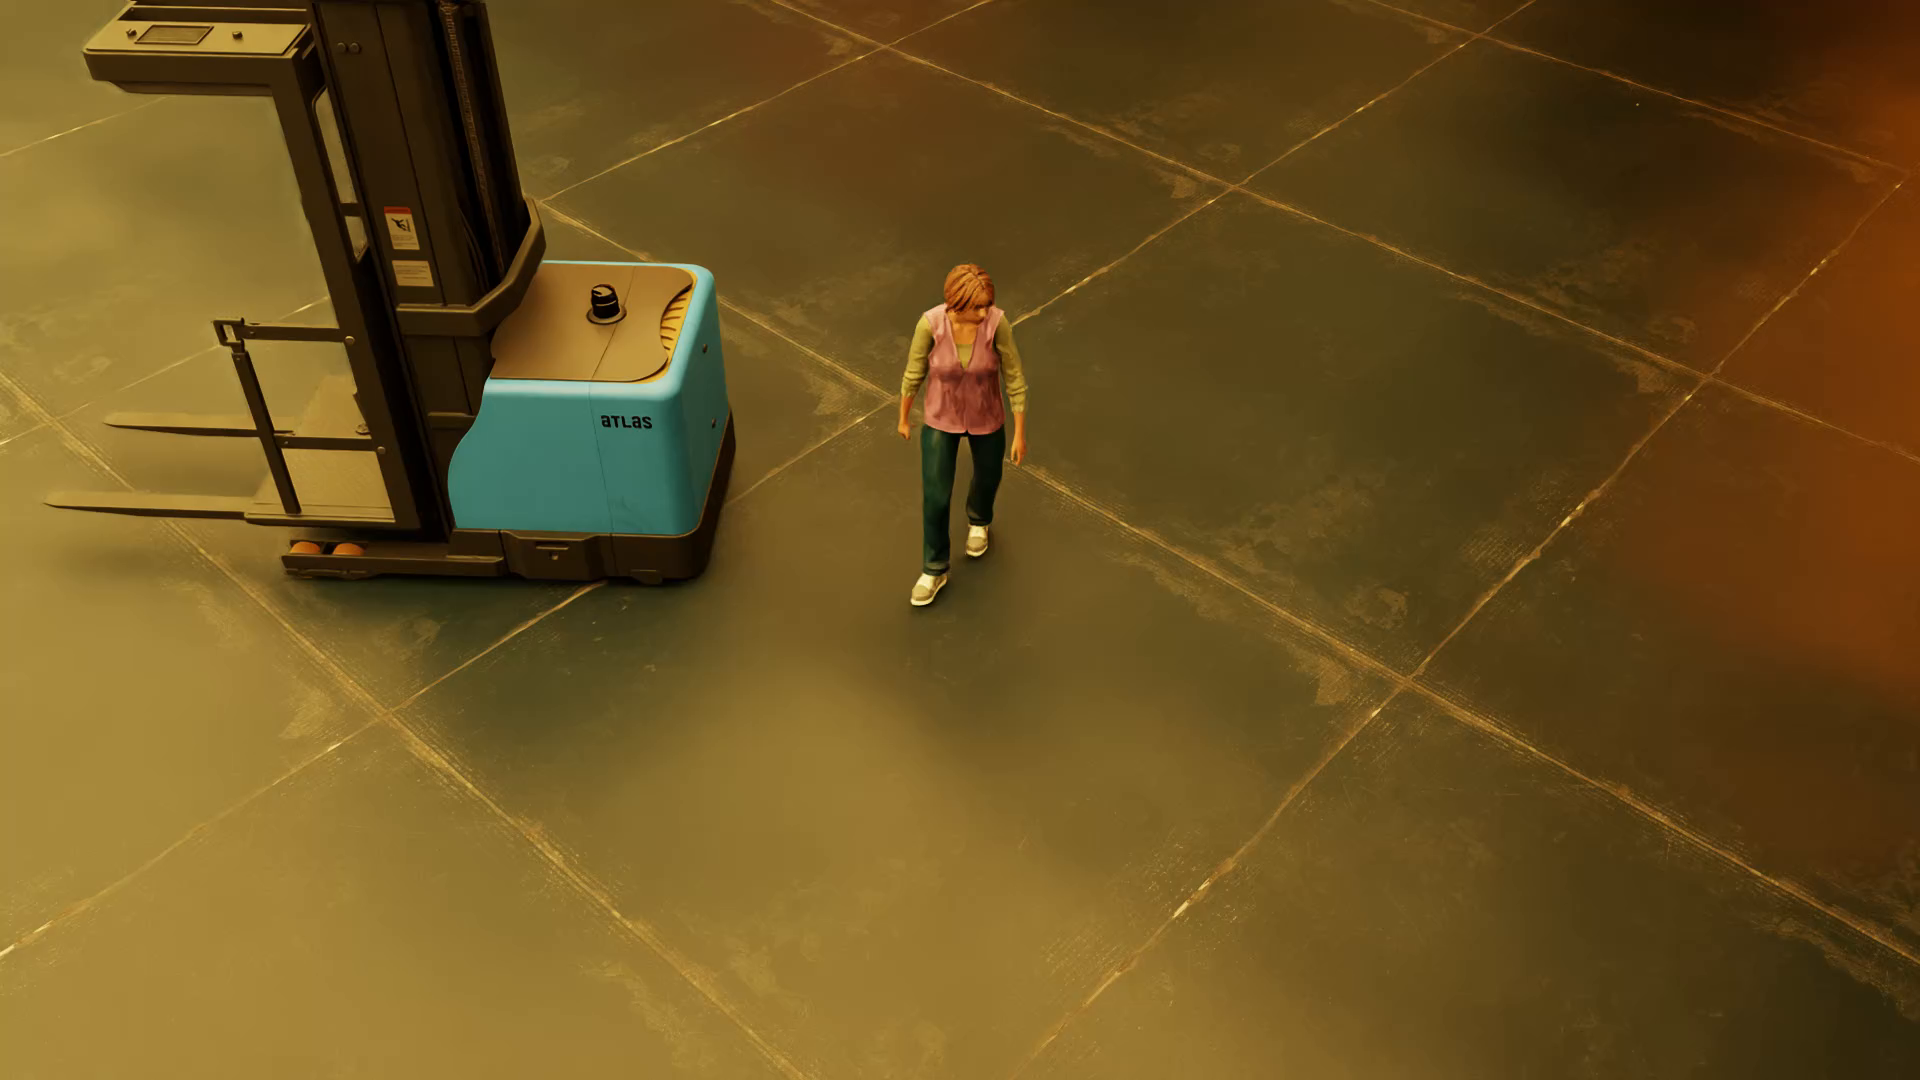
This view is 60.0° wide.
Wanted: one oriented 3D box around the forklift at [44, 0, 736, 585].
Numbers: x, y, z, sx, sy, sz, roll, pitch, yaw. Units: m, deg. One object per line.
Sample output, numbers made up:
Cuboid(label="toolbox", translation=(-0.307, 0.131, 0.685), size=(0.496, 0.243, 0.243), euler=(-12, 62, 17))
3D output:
Cuboid(label="forklift", translation=(-2.624, -1.276, 6.916), size=(3.031, 2.935, 1.130), euler=(2, 41, 2))

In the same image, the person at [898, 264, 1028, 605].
Cuboid(label="person", translation=(0.010, -0.484, 7.048), size=(0.532, 1.563, 0.616), euler=(-5, 41, -6))
